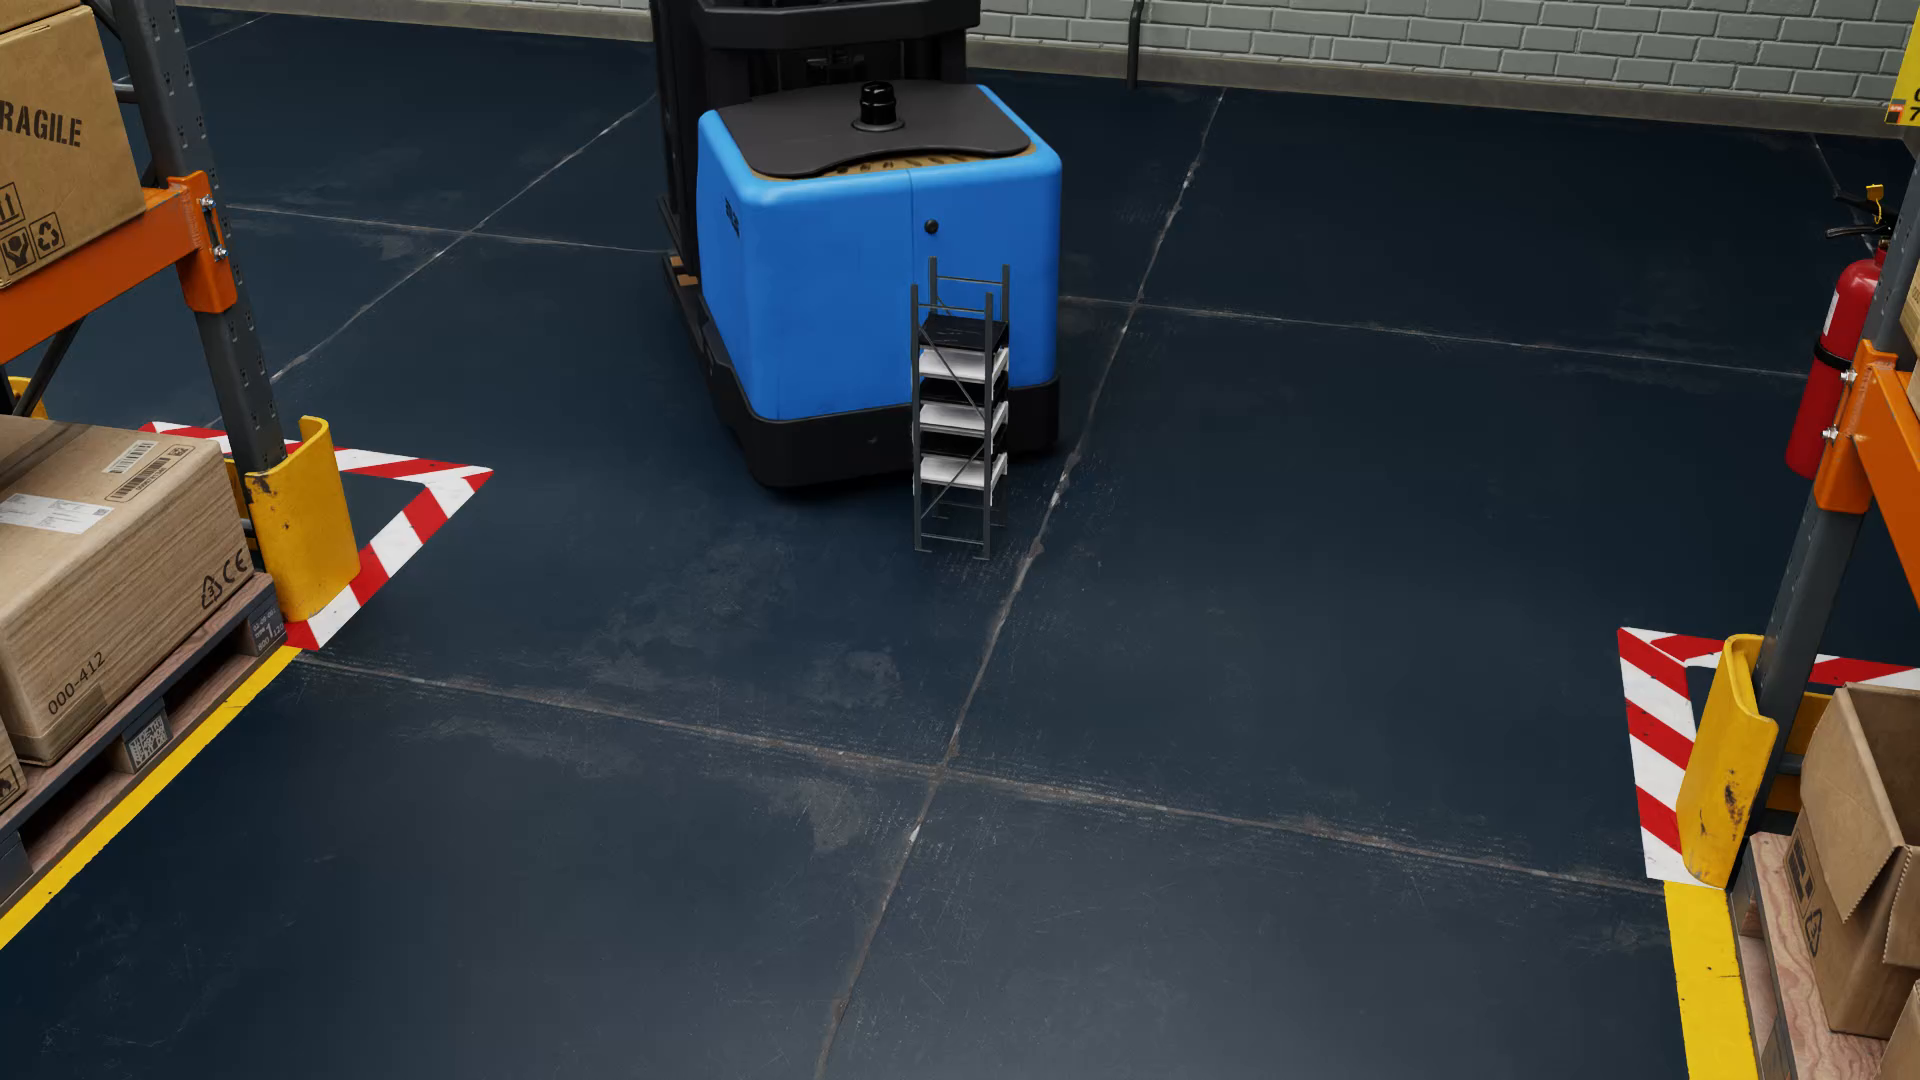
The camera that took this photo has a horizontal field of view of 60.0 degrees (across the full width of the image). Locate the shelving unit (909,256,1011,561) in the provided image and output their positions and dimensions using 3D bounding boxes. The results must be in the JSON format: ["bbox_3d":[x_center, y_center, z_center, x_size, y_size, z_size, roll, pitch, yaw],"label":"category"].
[{"bbox_3d":[0.002,-0.384,5.015,0.258,0.900,0.210,8,33,12],"label":"shelving unit"}]

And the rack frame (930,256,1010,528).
[{"bbox_3d":[0.028,-0.437,5.098,0.240,0.900,0.006,8,33,12],"label":"rack frame"}]

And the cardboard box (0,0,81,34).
[{"bbox_3d":[-2.331,-1.354,3.559,0.500,0.500,0.500,9,34,14],"label":"cardboard box"}]

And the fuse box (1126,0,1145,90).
[{"bbox_3d":[0.964,-3.196,8.683,0.539,1.711,0.414,8,33,12],"label":"fuse box"}]

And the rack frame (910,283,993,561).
[{"bbox_3d":[-0.024,-0.331,4.932,0.240,0.900,0.006,8,33,12],"label":"rack frame"}]

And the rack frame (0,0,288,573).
[{"bbox_3d":[-2.439,-1.172,4.298,1.000,3.000,0.127,8,33,12],"label":"rack frame"}]

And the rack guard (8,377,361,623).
[{"bbox_3d":[-2.433,-0.130,4.988,1.175,0.500,0.348,8,33,12],"label":"rack guard"}]

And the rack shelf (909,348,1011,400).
[{"bbox_3d":[0.002,-0.508,4.937,0.258,0.077,0.200,8,33,12],"label":"rack shelf"}]

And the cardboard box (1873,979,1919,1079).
[{"bbox_3d":[1.861,1.122,2.628,0.700,0.500,0.500,9,34,14],"label":"cardboard box"}]

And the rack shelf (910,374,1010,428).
[{"bbox_3d":[0.002,-0.432,4.985,0.258,0.077,0.200,8,33,12],"label":"rack shelf"}]

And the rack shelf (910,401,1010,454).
[{"bbox_3d":[0.002,-0.356,5.033,0.258,0.077,0.200,8,33,12],"label":"rack shelf"}]

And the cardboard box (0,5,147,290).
[{"bbox_3d":[-2.306,-0.928,3.821,0.500,0.500,0.500,8,33,13],"label":"cardboard box"}]

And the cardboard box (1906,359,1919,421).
[{"bbox_3d":[2.014,-0.259,3.096,0.380,0.149,0.250,8,33,12],"label":"cardboard box"}]

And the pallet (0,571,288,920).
[{"bbox_3d":[-2.567,0.430,4.377,1.003,0.211,1.213,8,33,12],"label":"pallet"}]

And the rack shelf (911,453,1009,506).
[{"bbox_3d":[0.002,-0.204,5.130,0.258,0.077,0.200,8,33,12],"label":"rack shelf"}]

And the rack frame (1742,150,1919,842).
[{"bbox_3d":[2.363,-0.498,3.238,1.000,3.000,0.127,8,33,12],"label":"rack frame"}]

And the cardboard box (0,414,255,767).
[{"bbox_3d":[-2.510,0.088,4.313,0.875,0.438,0.875,7,33,11],"label":"cardboard box"}]

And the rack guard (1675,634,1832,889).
[{"bbox_3d":[2.344,0.596,3.847,1.175,0.500,0.348,8,33,12],"label":"rack guard"}]

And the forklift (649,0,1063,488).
[{"bbox_3d":[-0.586,-2.190,5.962,1.130,2.935,3.031,-9,34,-14],"label":"forklift"}]

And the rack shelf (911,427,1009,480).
[{"bbox_3d":[0.002,-0.280,5.081,0.258,0.077,0.200,8,33,12],"label":"rack shelf"}]

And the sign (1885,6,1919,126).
[{"bbox_3d":[1.838,-0.938,3.122,0.100,0.325,0.005,8,33,12],"label":"sign"}]

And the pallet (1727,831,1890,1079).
[{"bbox_3d":[2.142,1.132,3.273,1.003,0.211,1.213,8,33,12],"label":"pallet"}]

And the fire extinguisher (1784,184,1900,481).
[{"bbox_3d":[1.953,-0.448,3.578,0.296,0.674,0.183,8,33,12],"label":"fire extinguisher"}]

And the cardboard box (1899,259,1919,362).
[{"bbox_3d":[1.987,-0.362,2.886,0.500,0.250,0.500,8,33,13],"label":"cardboard box"}]

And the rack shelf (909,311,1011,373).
[{"bbox_3d":[0.002,-0.584,4.888,0.258,0.077,0.200,8,33,12],"label":"rack shelf"}]

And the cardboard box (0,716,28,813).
[{"bbox_3d":[-2.734,0.564,3.564,0.875,0.438,0.875,9,34,14],"label":"cardboard box"}]

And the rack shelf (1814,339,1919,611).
[{"bbox_3d":[1.855,0.843,1.799,1.077,0.370,4.000,8,33,12],"label":"rack shelf"}]

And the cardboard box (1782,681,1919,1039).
[{"bbox_3d":[2.116,0.682,3.316,0.797,0.503,0.637,7,33,10],"label":"cardboard box"}]

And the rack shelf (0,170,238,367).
[{"bbox_3d":[-2.947,0.169,2.859,1.077,0.370,4.000,8,33,12],"label":"rack shelf"}]
